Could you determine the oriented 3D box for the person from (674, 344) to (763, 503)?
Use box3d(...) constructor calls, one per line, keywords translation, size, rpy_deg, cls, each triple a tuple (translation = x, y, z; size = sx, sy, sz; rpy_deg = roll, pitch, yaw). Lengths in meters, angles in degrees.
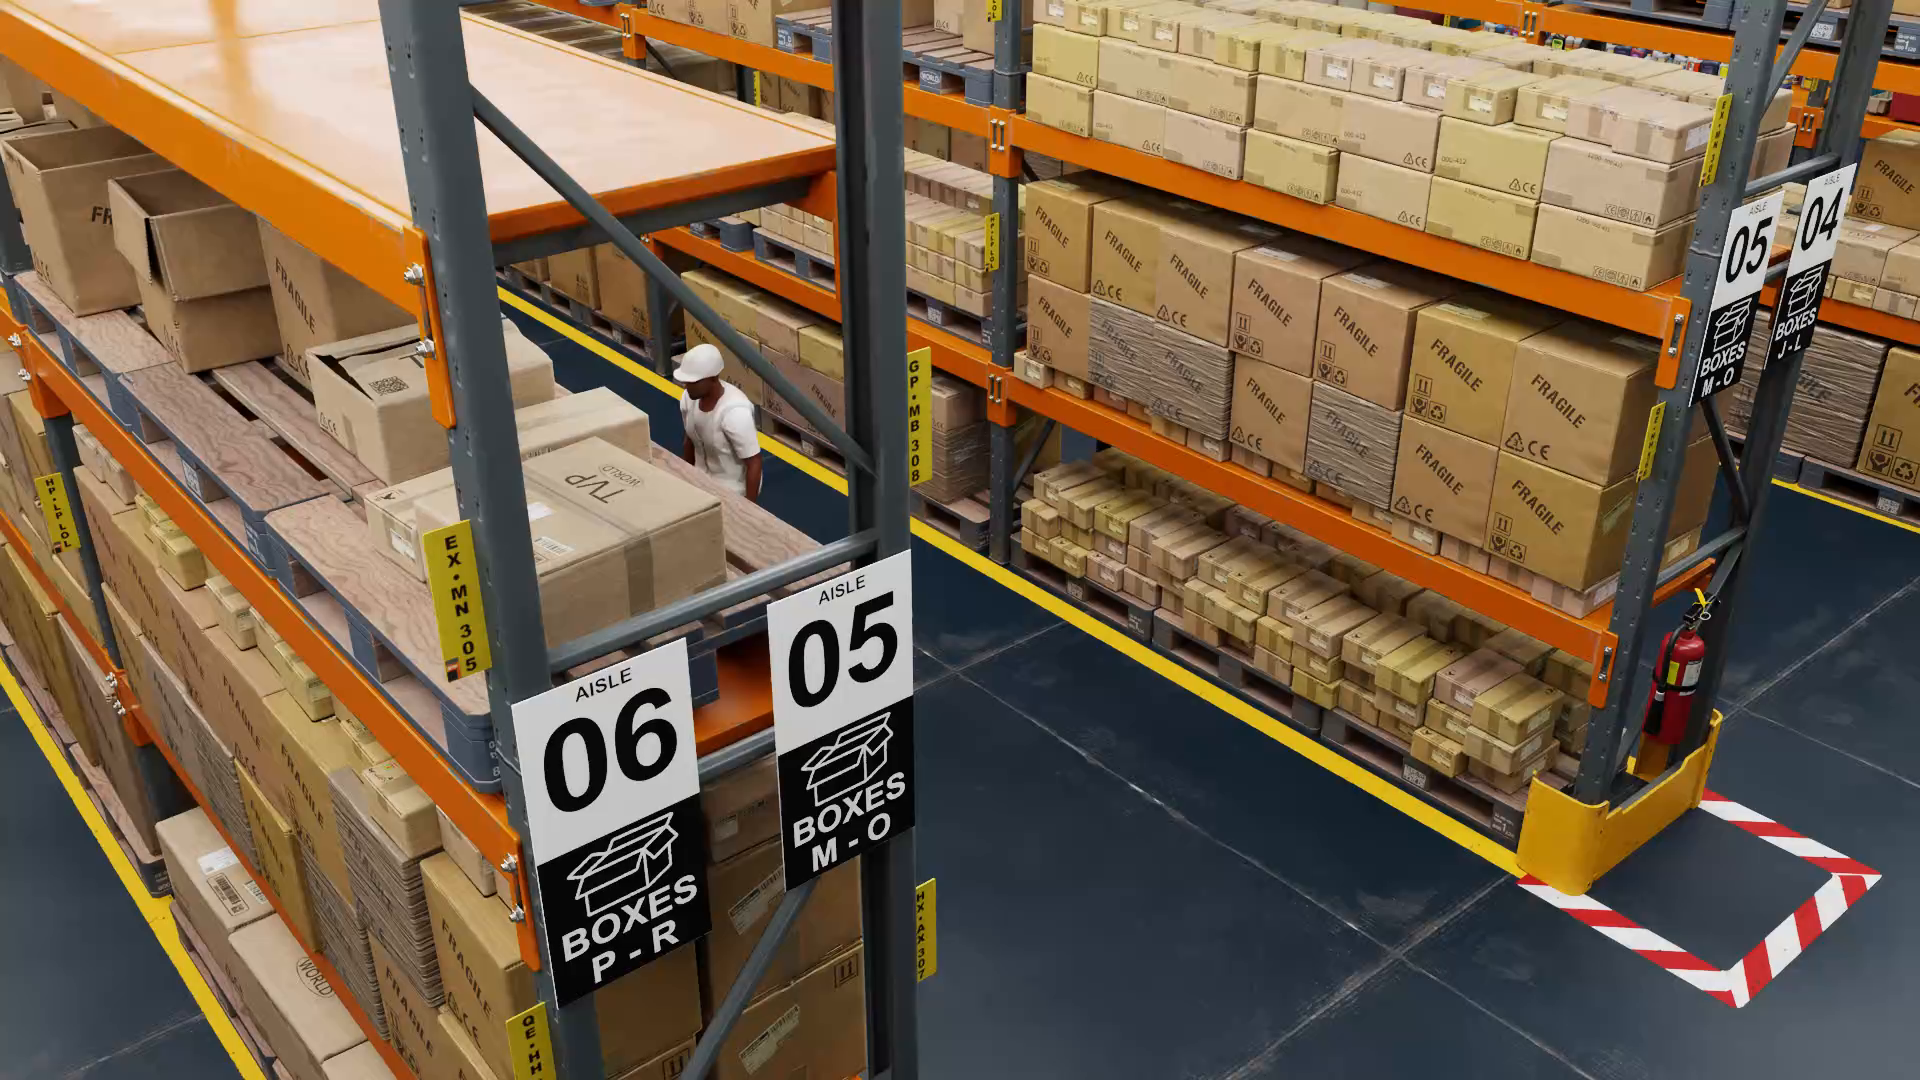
box3d(translation=(-1.353, -0.285, 9.312), size=(0.456, 1.760, 0.635), rpy_deg=(-24, 36, -38), cls="person")
